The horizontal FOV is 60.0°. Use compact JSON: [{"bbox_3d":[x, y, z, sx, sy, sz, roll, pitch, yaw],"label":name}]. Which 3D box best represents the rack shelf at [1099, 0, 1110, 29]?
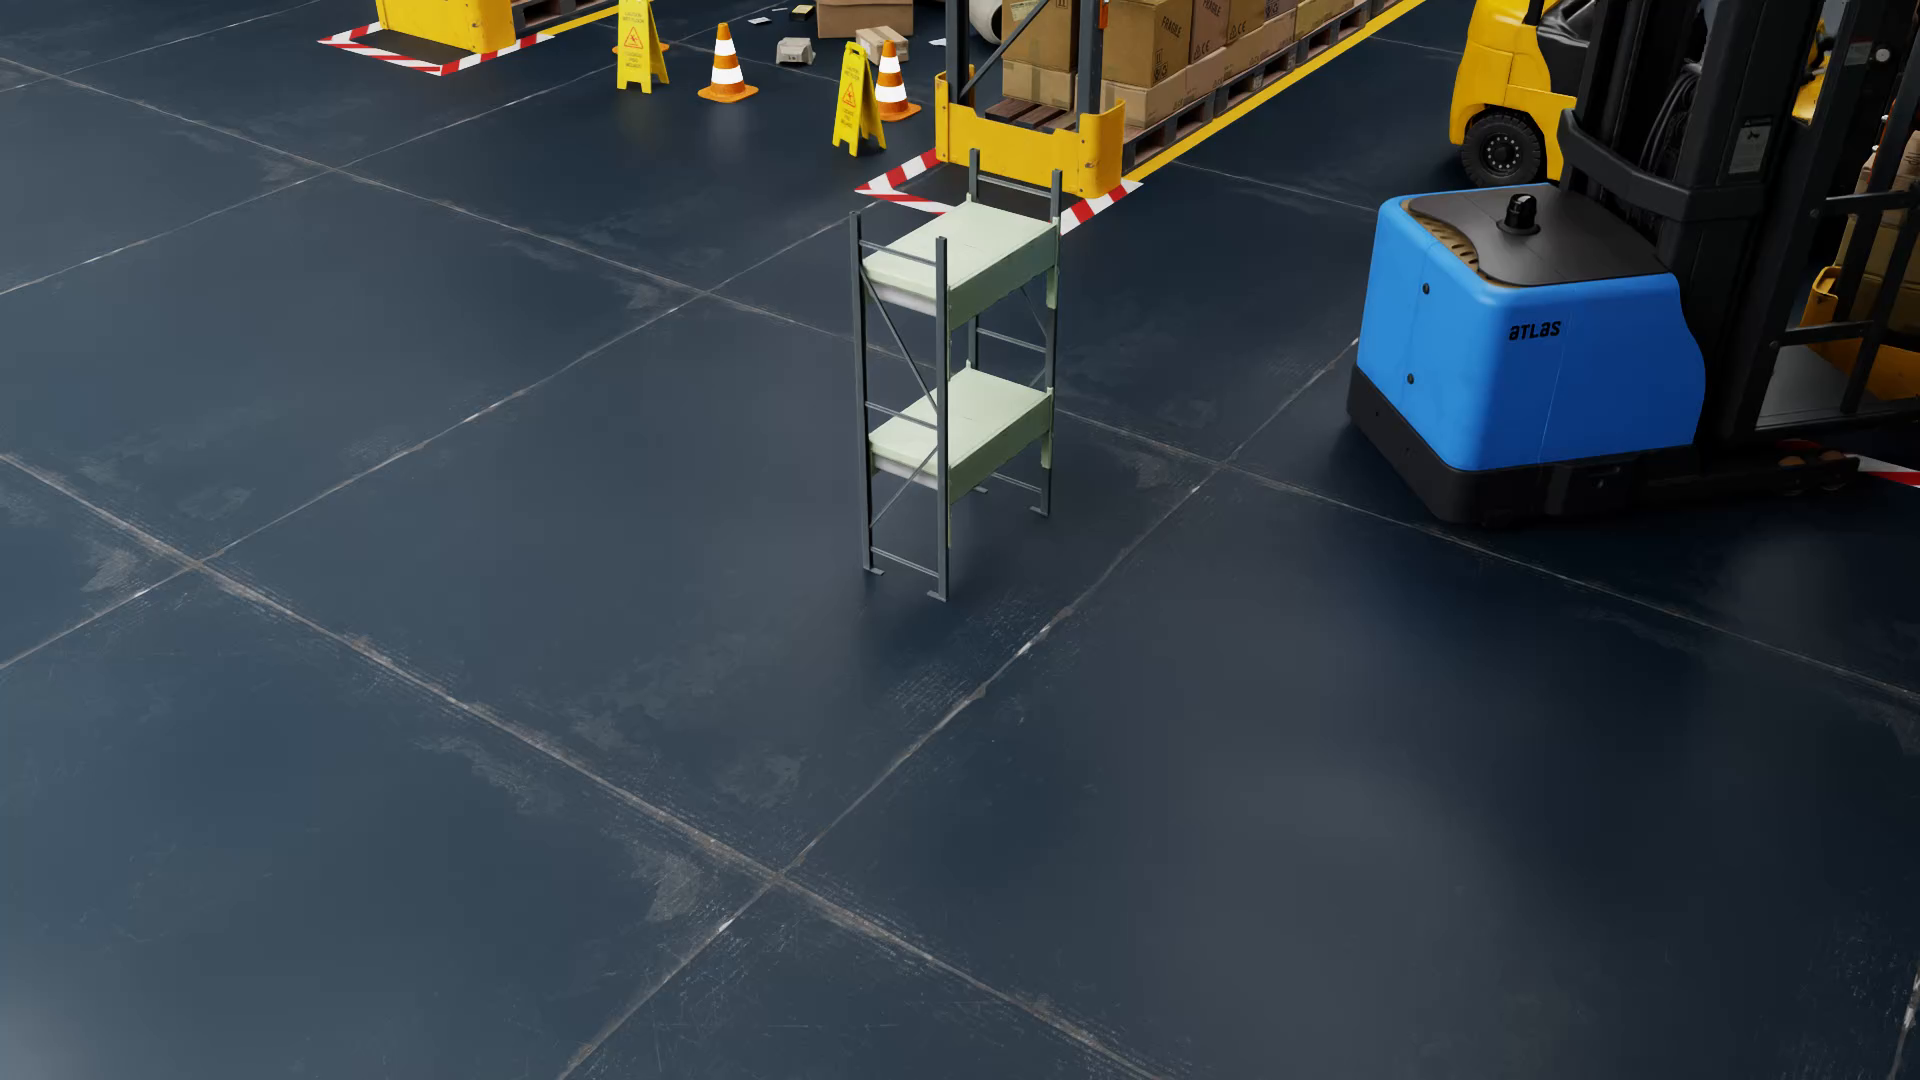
[{"bbox_3d":[1.500,-4.069,10.731,1.077,0.370,4.000,21,39,28],"label":"rack shelf"}]

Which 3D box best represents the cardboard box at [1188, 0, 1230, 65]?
[{"bbox_3d":[1.354,-3.328,10.404,0.500,0.500,0.500,20,39,27],"label":"cardboard box"}]

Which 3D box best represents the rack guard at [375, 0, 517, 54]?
[{"bbox_3d":[-3.778,-3.934,12.122,1.175,0.500,0.348,21,39,28],"label":"rack guard"}]

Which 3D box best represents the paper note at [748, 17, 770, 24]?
[{"bbox_3d":[-1.499,-3.910,12.507,0.142,0.017,0.144,-22,40,-29],"label":"paper note"}]

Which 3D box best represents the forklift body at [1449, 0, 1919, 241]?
[{"bbox_3d":[4.022,-2.966,9.216,2.313,2.155,1.214,21,39,28],"label":"forklift body"}]

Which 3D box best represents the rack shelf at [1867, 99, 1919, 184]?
[{"bbox_3d":[5.580,-2.485,8.389,1.077,0.370,4.000,21,39,28],"label":"rack shelf"}]

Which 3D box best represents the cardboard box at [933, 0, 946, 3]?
[{"bbox_3d":[-0.192,-4.518,12.861,0.797,0.637,0.503,21,39,28],"label":"cardboard box"}]

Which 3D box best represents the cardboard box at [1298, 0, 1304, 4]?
[{"bbox_3d":[2.235,-4.040,11.457,0.500,0.500,0.500,22,40,29],"label":"cardboard box"}]

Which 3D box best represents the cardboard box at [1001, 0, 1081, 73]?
[{"bbox_3d":[0.602,-3.244,10.279,0.500,0.500,0.500,22,40,28],"label":"cardboard box"}]

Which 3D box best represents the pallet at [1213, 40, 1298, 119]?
[{"bbox_3d":[1.591,-3.248,11.364,1.003,0.211,1.213,21,39,28],"label":"pallet"}]

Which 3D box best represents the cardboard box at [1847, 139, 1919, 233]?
[{"bbox_3d":[4.446,-1.623,7.660,0.500,0.250,0.500,23,40,30],"label":"cardboard box"}]

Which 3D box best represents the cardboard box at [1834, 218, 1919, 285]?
[{"bbox_3d":[4.460,-1.428,7.818,0.500,0.250,0.500,21,39,28],"label":"cardboard box"}]

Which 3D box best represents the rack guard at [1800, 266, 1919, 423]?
[{"bbox_3d":[4.426,-0.816,7.510,1.175,0.500,0.348,21,39,28],"label":"rack guard"}]

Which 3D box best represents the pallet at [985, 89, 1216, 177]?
[{"bbox_3d":[0.895,-2.689,10.537,1.003,0.211,1.213,21,39,28],"label":"pallet"}]

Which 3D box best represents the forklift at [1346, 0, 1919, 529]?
[{"bbox_3d":[3.310,-1.682,6.621,3.031,2.935,1.130,-7,35,-11],"label":"forklift"}]

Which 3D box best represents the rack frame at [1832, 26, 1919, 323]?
[{"bbox_3d":[4.440,-1.863,6.827,1.000,3.000,0.127,21,39,28],"label":"rack frame"}]

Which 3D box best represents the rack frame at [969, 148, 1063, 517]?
[{"bbox_3d":[0.205,-0.787,6.574,0.400,1.500,0.023,21,39,28],"label":"rack frame"}]

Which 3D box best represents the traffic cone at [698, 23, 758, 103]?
[{"bbox_3d":[-1.561,-3.203,11.074,0.336,0.463,0.334,21,39,28],"label":"traffic cone"}]

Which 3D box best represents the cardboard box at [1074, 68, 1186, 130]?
[{"bbox_3d":[1.047,-2.764,10.239,0.500,0.250,0.500,21,39,28],"label":"cardboard box"}]

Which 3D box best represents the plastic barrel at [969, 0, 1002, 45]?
[{"bbox_3d":[0.294,-3.813,12.011,0.421,0.421,0.512,-9,35,-13],"label":"plastic barrel"}]

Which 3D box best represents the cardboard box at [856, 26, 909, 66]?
[{"bbox_3d":[-0.553,-3.513,11.813,0.250,0.149,0.380,-15,37,-21],"label":"cardboard box"}]

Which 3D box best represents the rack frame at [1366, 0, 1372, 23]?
[{"bbox_3d":[2.640,-5.287,11.891,1.000,3.000,0.127,21,39,28],"label":"rack frame"}]

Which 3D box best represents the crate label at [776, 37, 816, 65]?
[{"bbox_3d":[-1.163,-3.450,11.729,0.250,0.136,0.298,3,34,4],"label":"crate label"}]

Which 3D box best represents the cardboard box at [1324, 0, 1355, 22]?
[{"bbox_3d":[2.524,-3.964,12.014,0.500,0.250,0.500,23,40,30],"label":"cardboard box"}]

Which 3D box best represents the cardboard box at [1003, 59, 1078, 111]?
[{"bbox_3d":[0.613,-2.950,10.515,0.500,0.250,0.500,21,39,28],"label":"cardboard box"}]

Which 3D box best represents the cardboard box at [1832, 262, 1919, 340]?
[{"bbox_3d":[4.448,-1.215,7.948,0.500,0.250,0.500,22,40,28],"label":"cardboard box"}]

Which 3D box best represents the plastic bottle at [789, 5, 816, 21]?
[{"bbox_3d":[-1.189,-4.013,12.630,0.133,0.061,0.283,8,35,12],"label":"plastic bottle"}]

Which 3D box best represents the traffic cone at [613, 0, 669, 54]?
[{"bbox_3d":[-2.295,-3.721,11.839,0.336,0.463,0.334,21,39,28],"label":"traffic cone"}]

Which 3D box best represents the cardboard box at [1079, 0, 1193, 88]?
[{"bbox_3d":[1.060,-3.086,10.046,0.500,0.500,0.500,20,39,27],"label":"cardboard box"}]

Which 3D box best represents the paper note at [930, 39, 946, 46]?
[{"bbox_3d":[-0.129,-3.625,12.094,0.142,0.019,0.148,-22,40,-29],"label":"paper note"}]

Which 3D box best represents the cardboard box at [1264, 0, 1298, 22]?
[{"bbox_3d":[1.945,-3.805,11.109,0.500,0.500,0.500,24,41,31],"label":"cardboard box"}]

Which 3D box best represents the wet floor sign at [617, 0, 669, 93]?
[{"bbox_3d":[-2.154,-3.360,11.142,0.267,0.644,0.232,14,37,20],"label":"wet floor sign"}]

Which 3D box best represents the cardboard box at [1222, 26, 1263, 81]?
[{"bbox_3d":[1.645,-3.252,10.960,0.500,0.250,0.500,24,41,31],"label":"cardboard box"}]

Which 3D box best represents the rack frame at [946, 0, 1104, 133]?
[{"bbox_3d":[0.360,-3.446,9.168,1.000,3.000,0.127,21,39,28],"label":"rack frame"}]

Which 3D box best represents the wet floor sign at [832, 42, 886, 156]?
[{"bbox_3d":[-0.628,-2.725,10.204,0.232,0.644,0.267,-22,40,-29],"label":"wet floor sign"}]

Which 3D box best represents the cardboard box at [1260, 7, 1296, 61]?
[{"bbox_3d":[1.935,-3.483,11.303,0.500,0.250,0.500,22,40,29],"label":"cardboard box"}]

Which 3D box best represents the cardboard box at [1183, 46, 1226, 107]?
[{"bbox_3d":[1.344,-2.997,10.583,0.500,0.250,0.500,23,40,30],"label":"cardboard box"}]

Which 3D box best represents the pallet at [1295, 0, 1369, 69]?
[{"bbox_3d":[2.286,-3.812,12.198,1.003,0.211,1.213,21,39,28],"label":"pallet"}]

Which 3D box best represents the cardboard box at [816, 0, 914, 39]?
[{"bbox_3d":[-0.719,-4.029,12.259,0.797,0.503,0.637,-3,34,-4],"label":"cardboard box"}]

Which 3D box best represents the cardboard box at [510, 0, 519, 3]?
[{"bbox_3d":[-3.432,-4.608,12.408,0.875,0.875,0.875,21,40,28],"label":"cardboard box"}]

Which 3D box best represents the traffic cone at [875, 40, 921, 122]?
[{"bbox_3d":[-0.455,-3.005,10.781,0.336,0.463,0.334,21,39,28],"label":"traffic cone"}]

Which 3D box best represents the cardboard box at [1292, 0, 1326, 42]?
[{"bbox_3d":[2.229,-3.716,11.647,0.500,0.250,0.500,20,39,27],"label":"cardboard box"}]

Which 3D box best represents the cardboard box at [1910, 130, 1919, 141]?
[{"bbox_3d":[4.732,-1.860,8.010,0.500,0.250,0.500,22,40,29],"label":"cardboard box"}]

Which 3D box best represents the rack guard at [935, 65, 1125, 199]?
[{"bbox_3d":[0.403,-2.446,9.920,1.175,0.500,0.348,21,39,28],"label":"rack guard"}]

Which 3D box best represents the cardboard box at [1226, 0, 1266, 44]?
[{"bbox_3d":[1.647,-3.556,10.741,0.500,0.500,0.500,22,40,29],"label":"cardboard box"}]

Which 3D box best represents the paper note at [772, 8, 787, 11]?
[{"bbox_3d":[-1.384,-4.072,12.763,0.123,0.001,0.032,-15,37,-21],"label":"paper note"}]

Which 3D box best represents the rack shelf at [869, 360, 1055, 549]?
[{"bbox_3d":[-0.004,-0.348,6.508,0.431,0.370,0.720,21,39,28],"label":"rack shelf"}]

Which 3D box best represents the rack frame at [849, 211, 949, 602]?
[{"bbox_3d":[-0.212,-0.450,6.076,0.400,1.500,0.023,21,39,28],"label":"rack frame"}]

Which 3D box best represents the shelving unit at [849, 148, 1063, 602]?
[{"bbox_3d":[-0.004,-0.618,6.325,0.431,1.500,0.755,21,39,28],"label":"shelving unit"}]

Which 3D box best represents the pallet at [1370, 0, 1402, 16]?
[{"bbox_3d":[3.083,-4.491,13.202,1.003,0.211,1.213,21,39,28],"label":"pallet"}]

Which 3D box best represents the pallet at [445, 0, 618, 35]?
[{"bbox_3d":[-3.373,-4.219,12.800,1.003,0.211,1.213,21,39,28],"label":"pallet"}]

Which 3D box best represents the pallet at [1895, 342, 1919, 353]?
[{"bbox_3d":[4.841,-1.073,8.148,1.003,0.211,1.213,21,39,28],"label":"pallet"}]

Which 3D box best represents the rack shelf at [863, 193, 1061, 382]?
[{"bbox_3d":[-0.004,-0.941,6.107,0.431,0.370,0.720,21,39,28],"label":"rack shelf"}]
